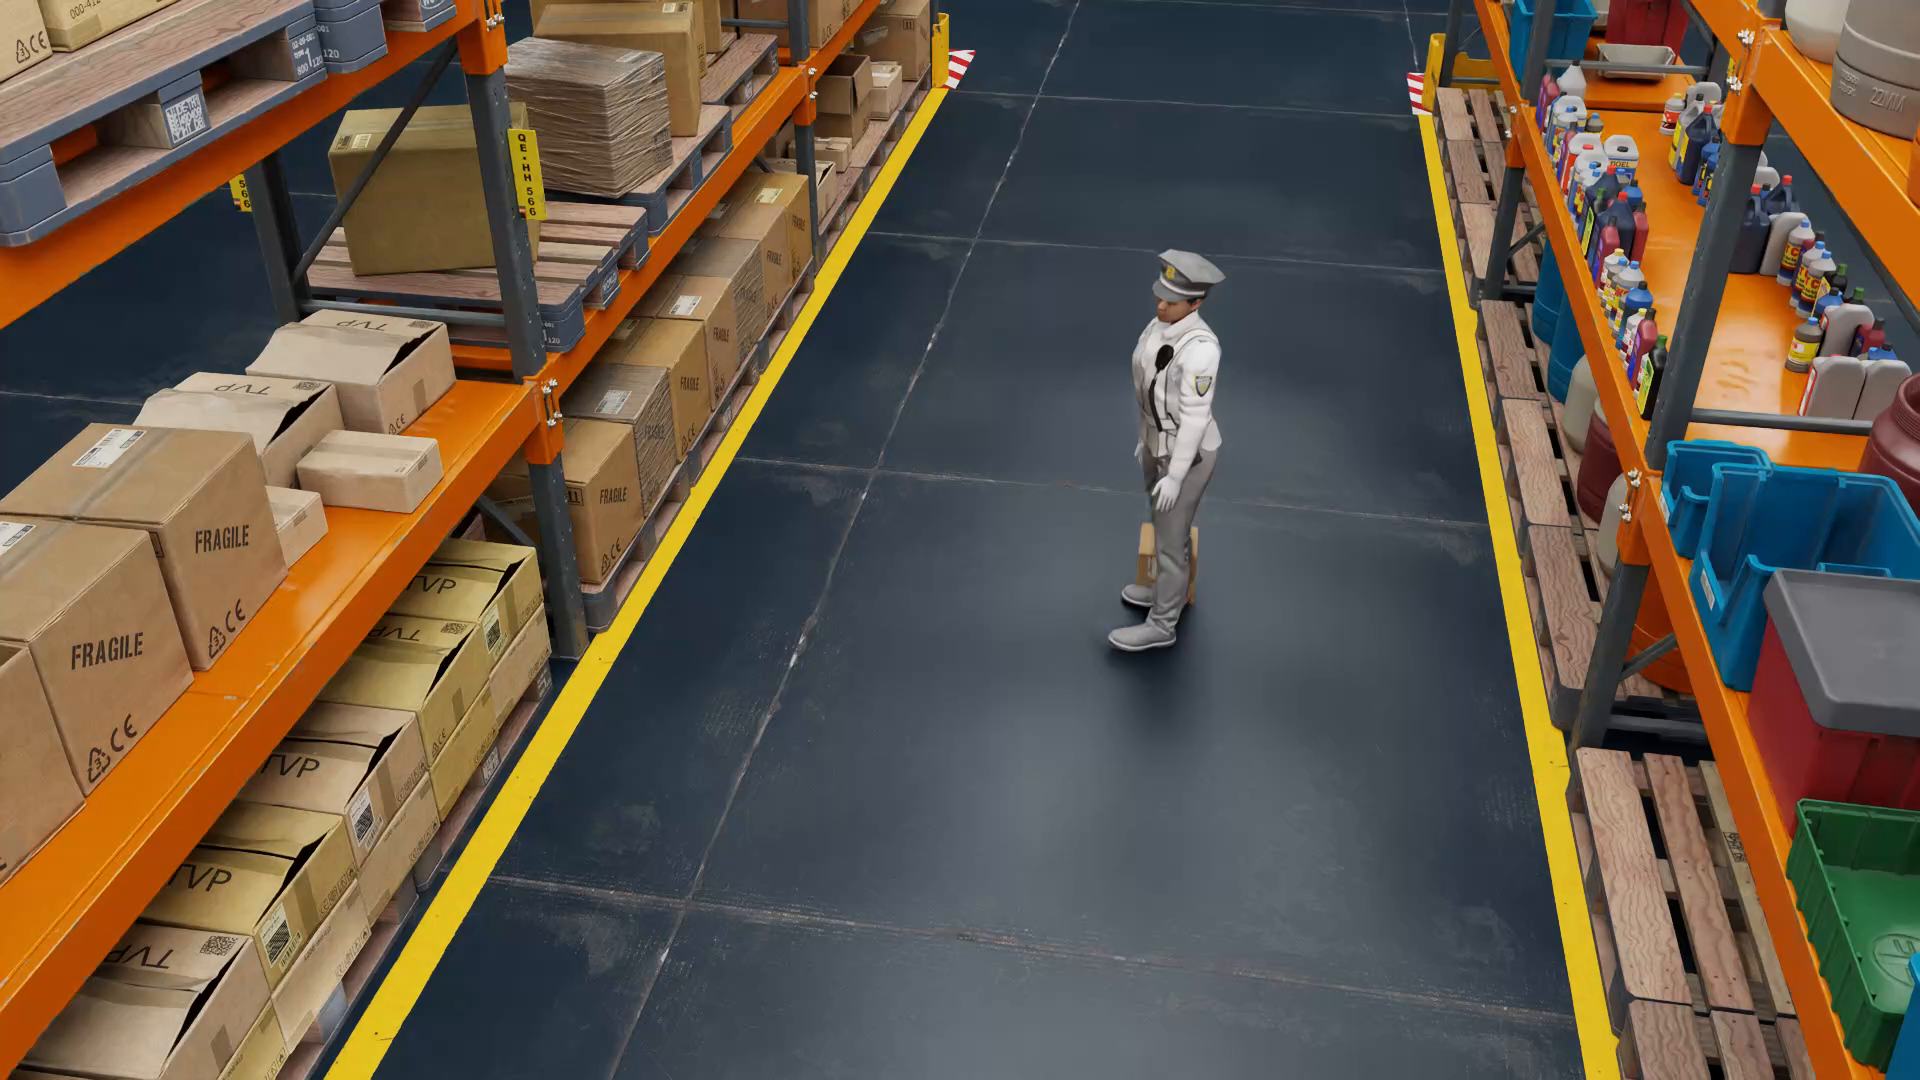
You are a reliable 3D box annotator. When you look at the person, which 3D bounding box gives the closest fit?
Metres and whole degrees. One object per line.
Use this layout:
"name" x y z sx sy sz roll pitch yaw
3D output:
"person" 0.797 -0.342 6.612 0.432 1.686 0.533 -7 33 -11
